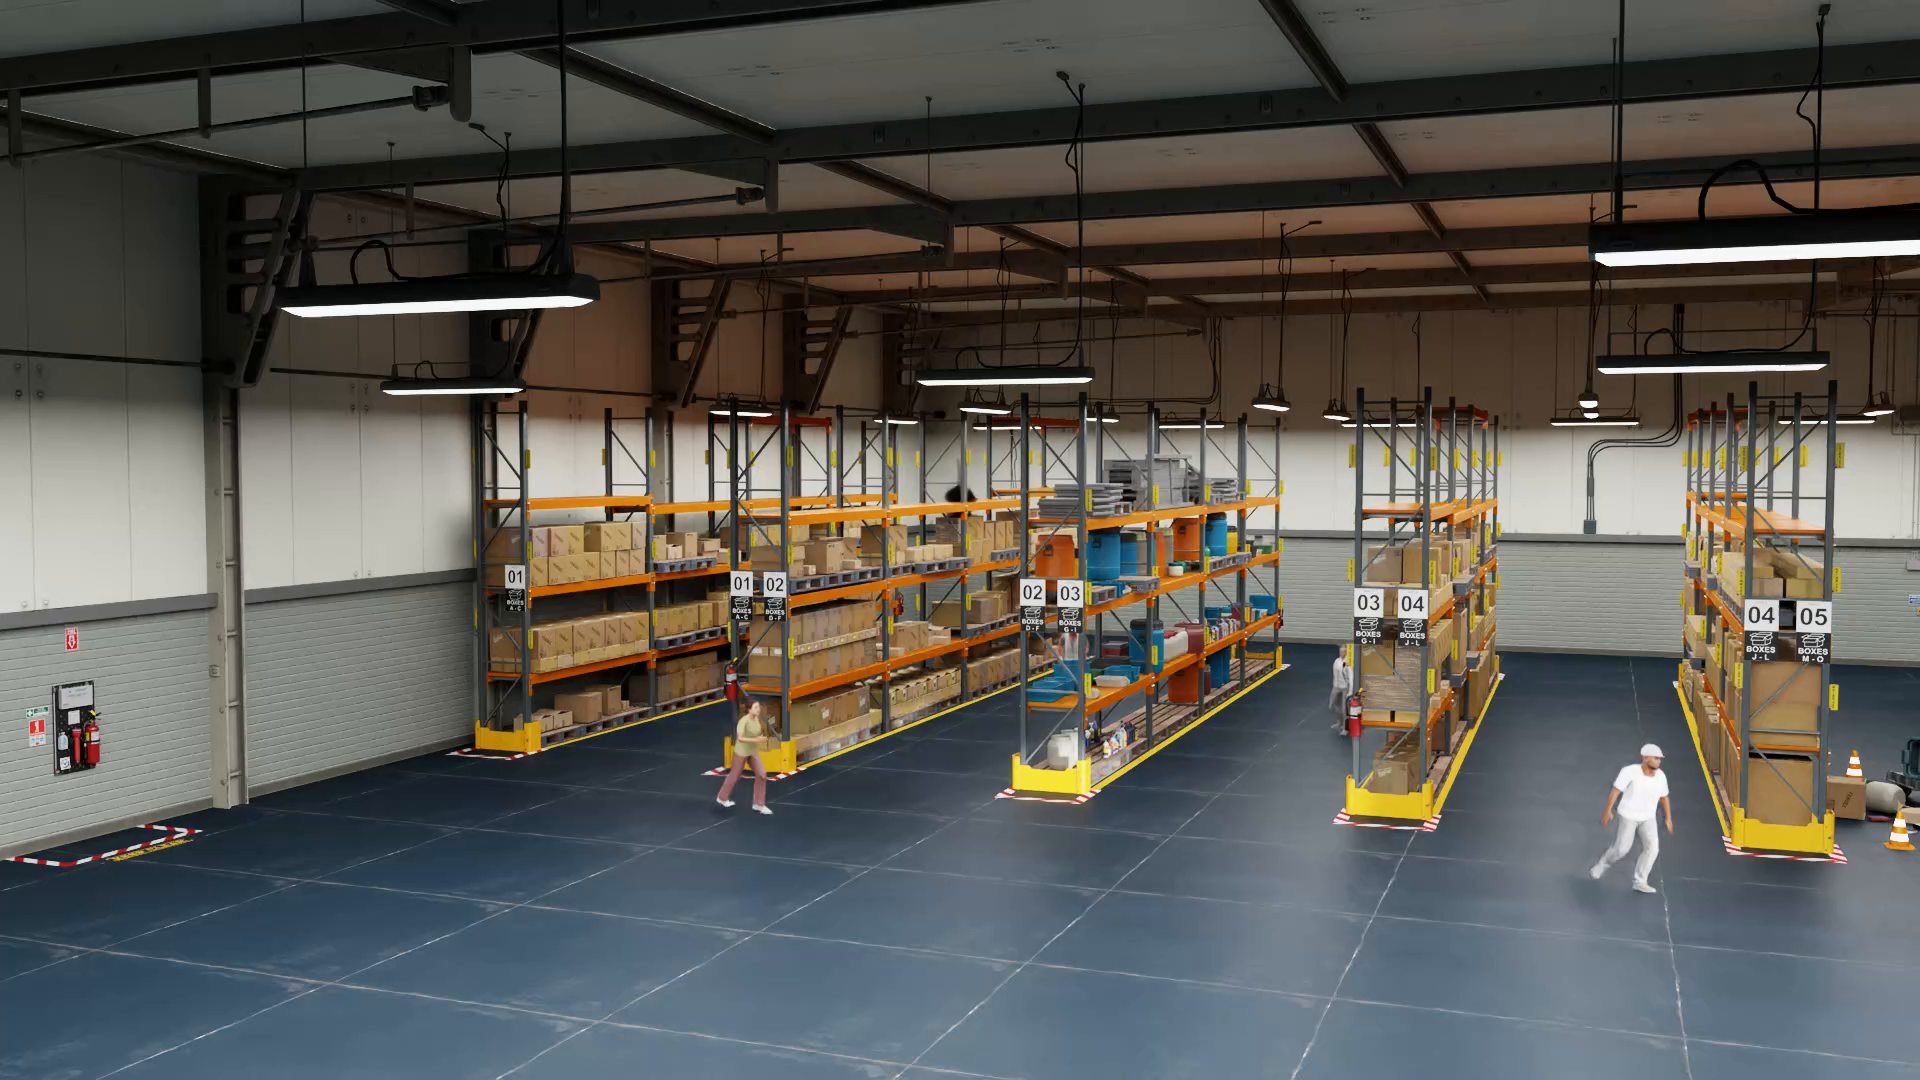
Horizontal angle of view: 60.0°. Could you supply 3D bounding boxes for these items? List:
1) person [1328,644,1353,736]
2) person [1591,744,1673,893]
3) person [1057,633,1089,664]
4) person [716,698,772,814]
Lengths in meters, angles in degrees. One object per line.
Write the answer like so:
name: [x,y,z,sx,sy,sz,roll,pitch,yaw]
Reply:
person: [6.944,2.714,30.126,0.457,1.697,0.587,-2,4,-38]
person: [7.817,3.201,19.377,0.773,1.708,0.752,-1,3,-15]
person: [2.313,2.497,33.931,0.653,1.718,0.688,0,3,4]
person: [-3.063,3.038,23.520,0.940,1.640,0.576,2,3,35]
